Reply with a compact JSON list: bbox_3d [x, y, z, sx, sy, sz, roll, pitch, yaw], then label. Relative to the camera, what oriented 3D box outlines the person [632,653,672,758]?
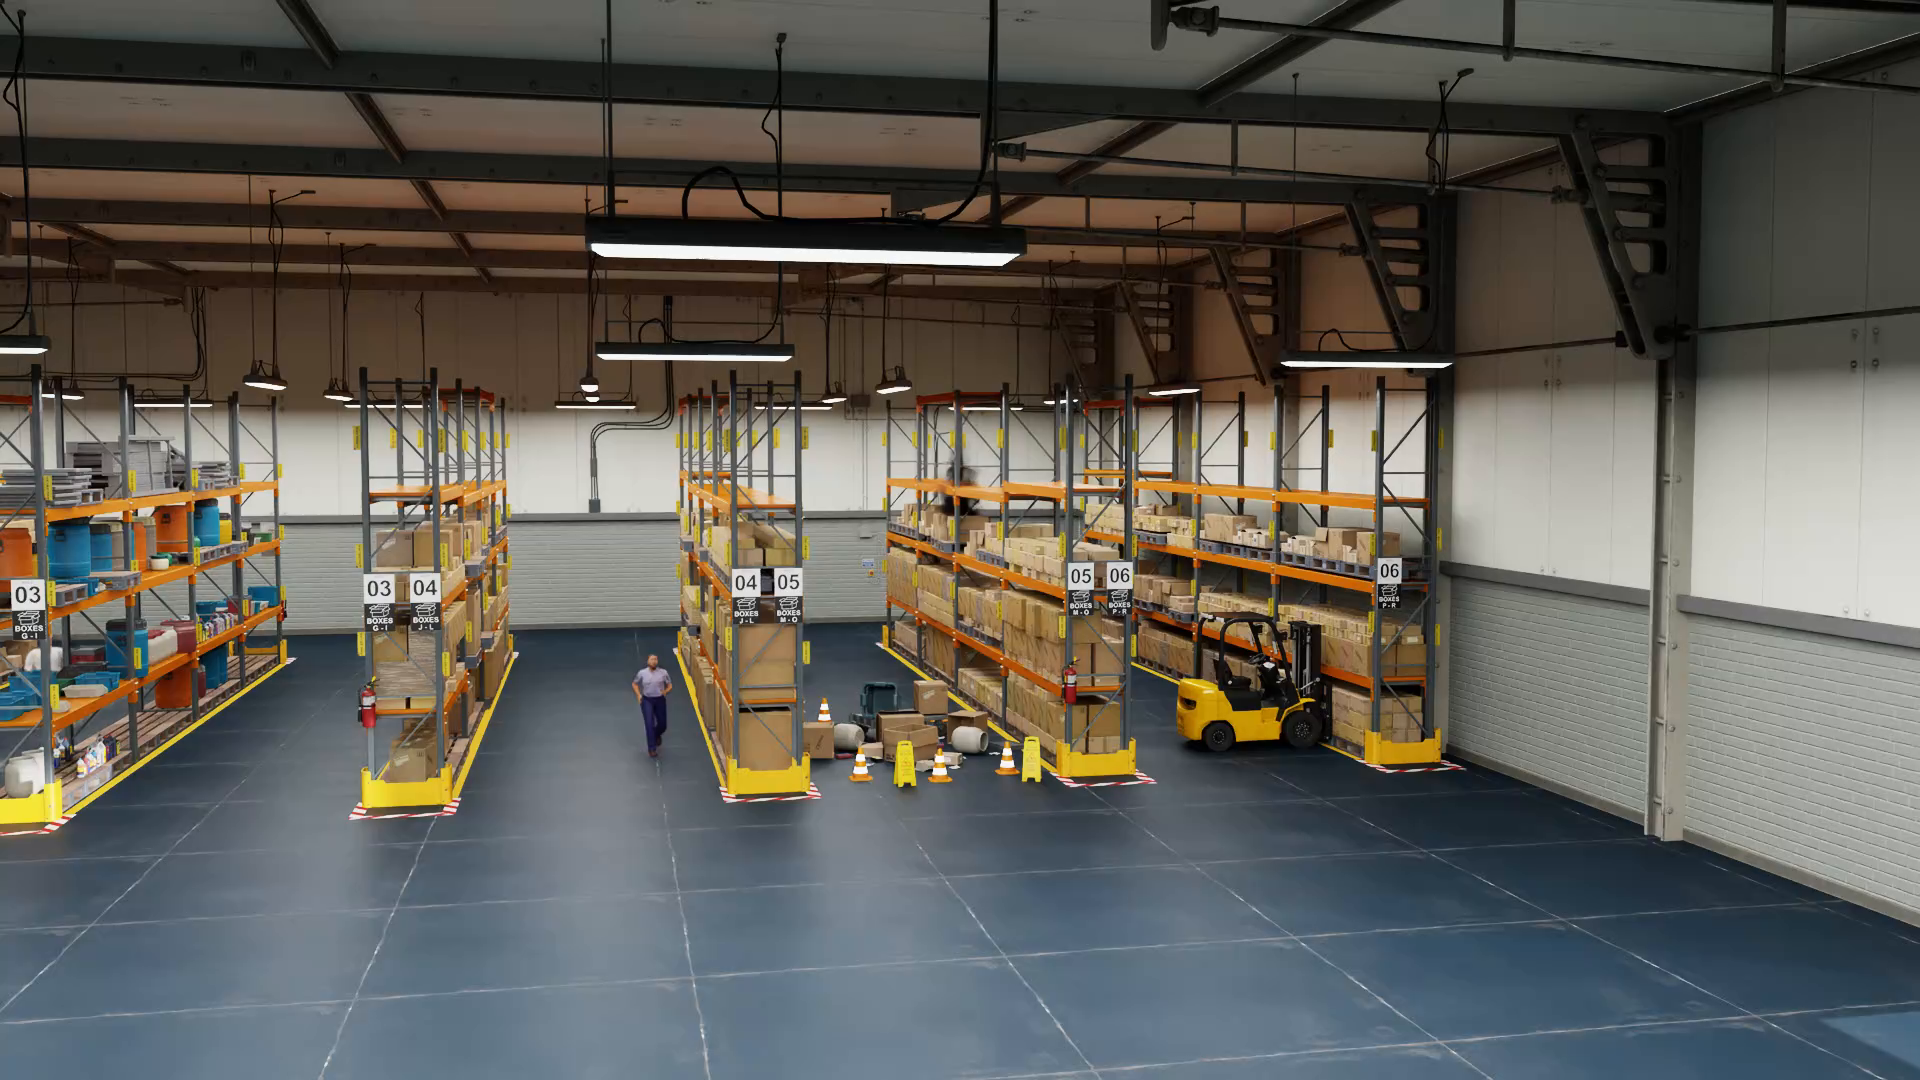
[{"bbox_3d":[-4.913,2.621,26.563,0.605,1.600,0.793,-1,4,-18],"label":"person"}]

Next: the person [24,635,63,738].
[{"bbox_3d":[-15.208,2.470,27.735,0.687,1.851,0.868,-1,3,-10],"label":"person"}]
